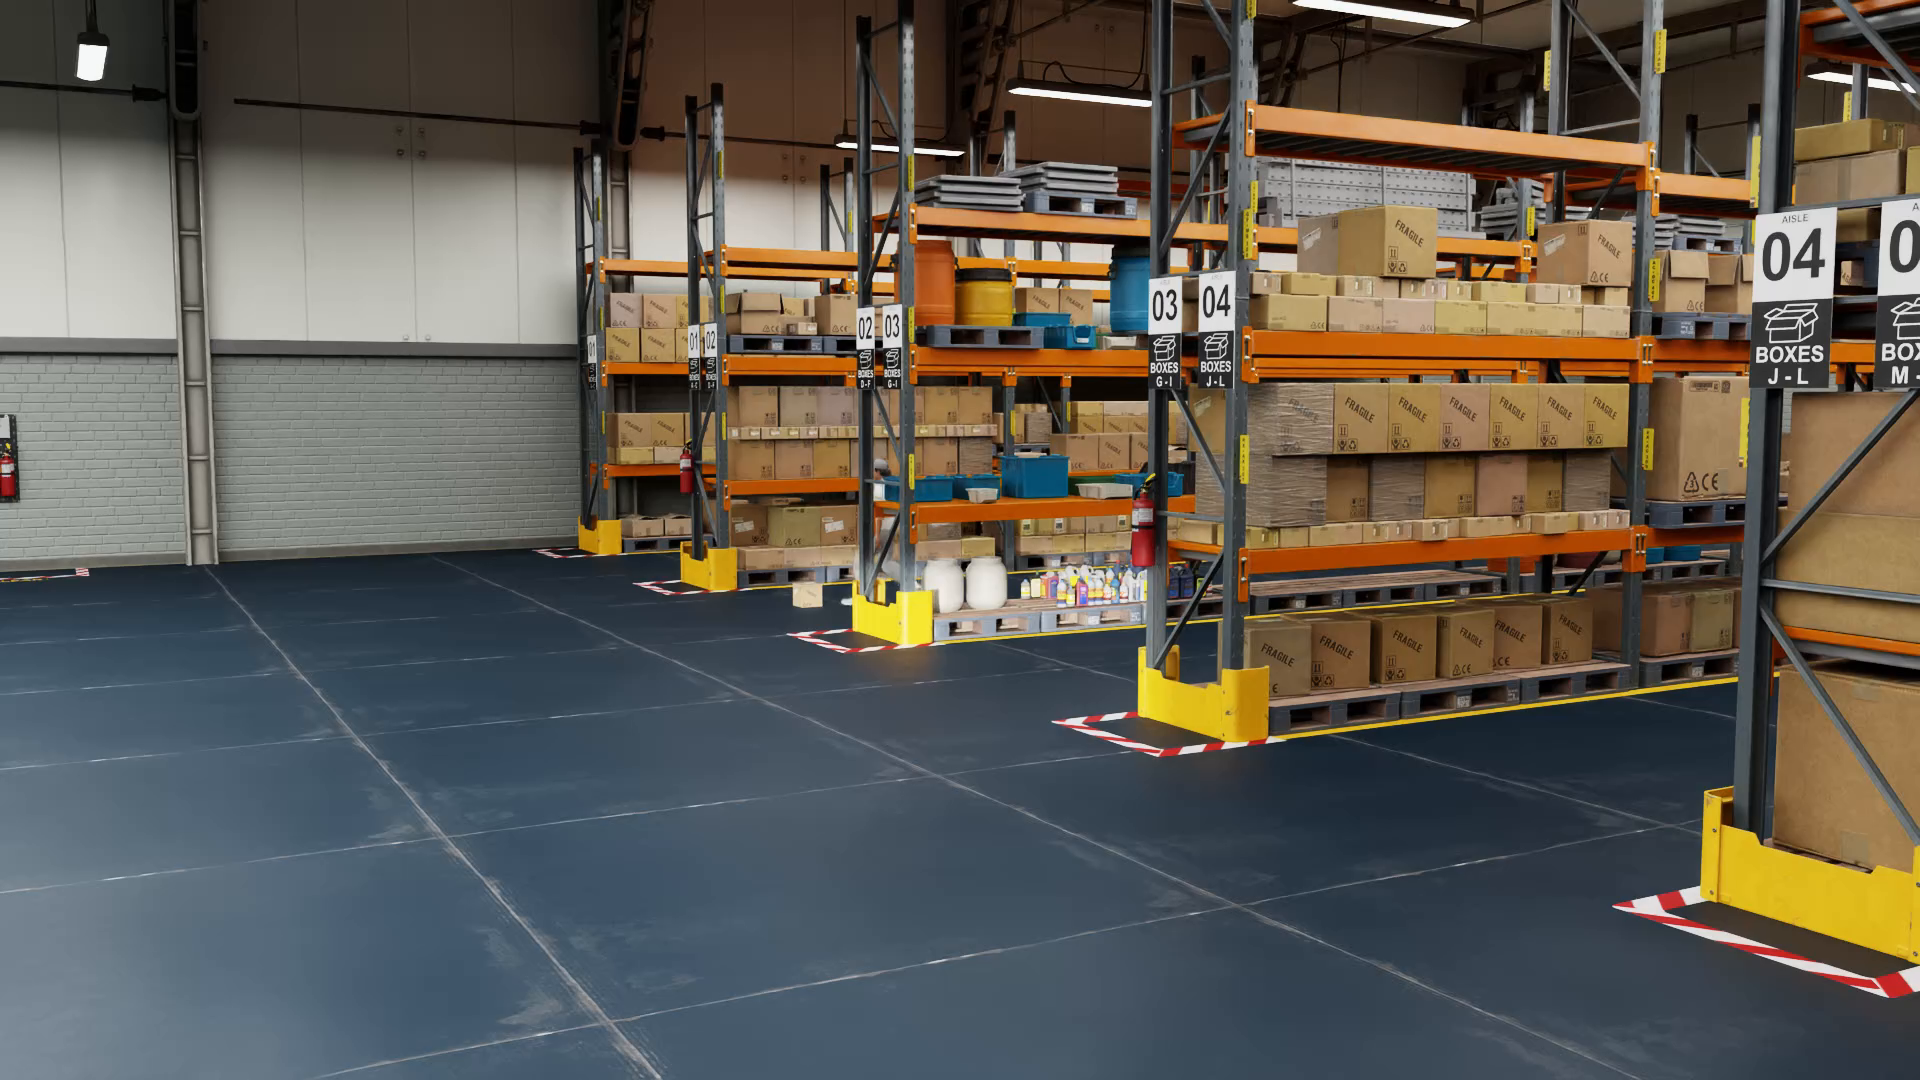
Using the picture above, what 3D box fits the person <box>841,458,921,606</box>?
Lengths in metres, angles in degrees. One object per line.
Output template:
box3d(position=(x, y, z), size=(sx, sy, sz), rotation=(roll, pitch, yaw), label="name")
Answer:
box3d(position=(-0.878, -0.094, 18.489), size=(0.845, 1.632, 0.490), rotation=(2, 5, 19), label="person")
